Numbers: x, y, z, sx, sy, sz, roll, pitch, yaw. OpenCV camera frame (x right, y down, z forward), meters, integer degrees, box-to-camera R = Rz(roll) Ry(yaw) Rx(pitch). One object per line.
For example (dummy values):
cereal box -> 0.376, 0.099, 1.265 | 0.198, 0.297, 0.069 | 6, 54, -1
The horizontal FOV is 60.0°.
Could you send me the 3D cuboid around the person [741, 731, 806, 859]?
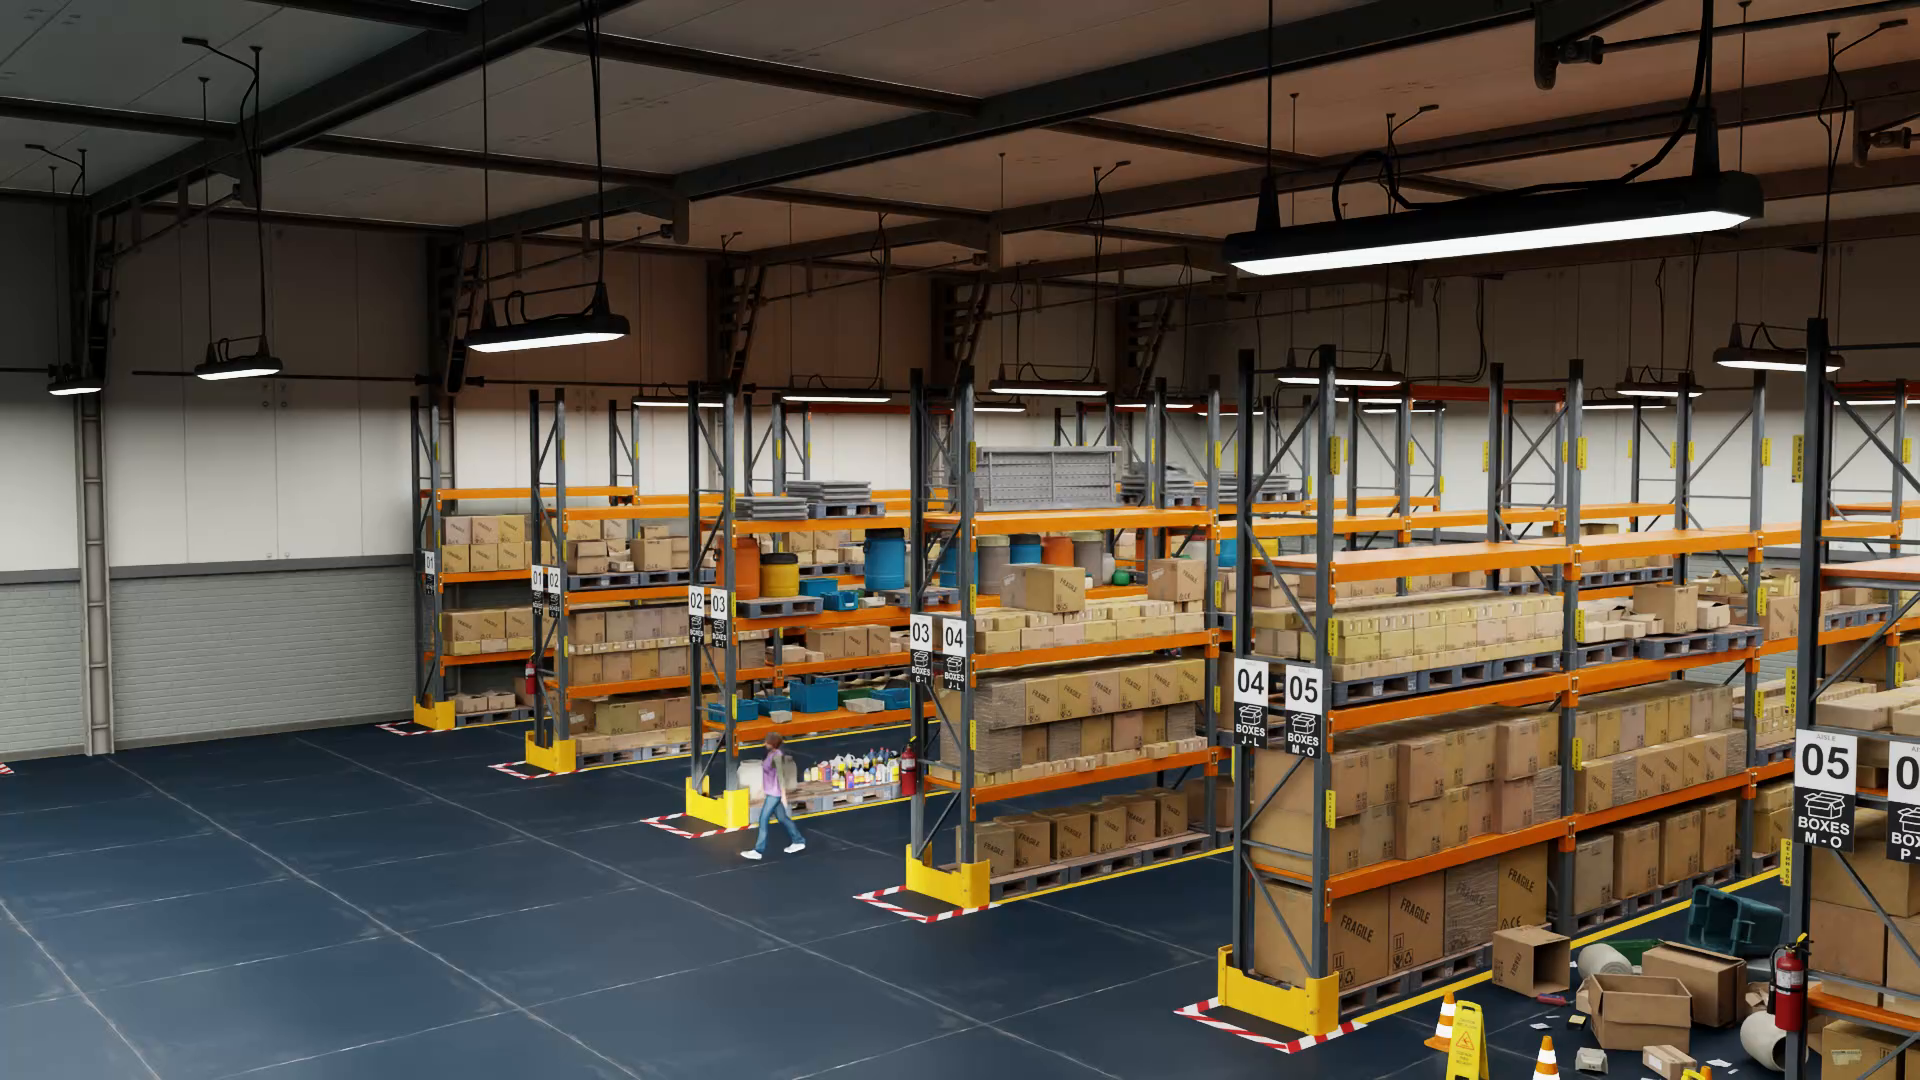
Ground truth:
person -> -2.326, 3.158, 20.703 | 0.805, 1.568, 0.437 | 0, 3, -7
